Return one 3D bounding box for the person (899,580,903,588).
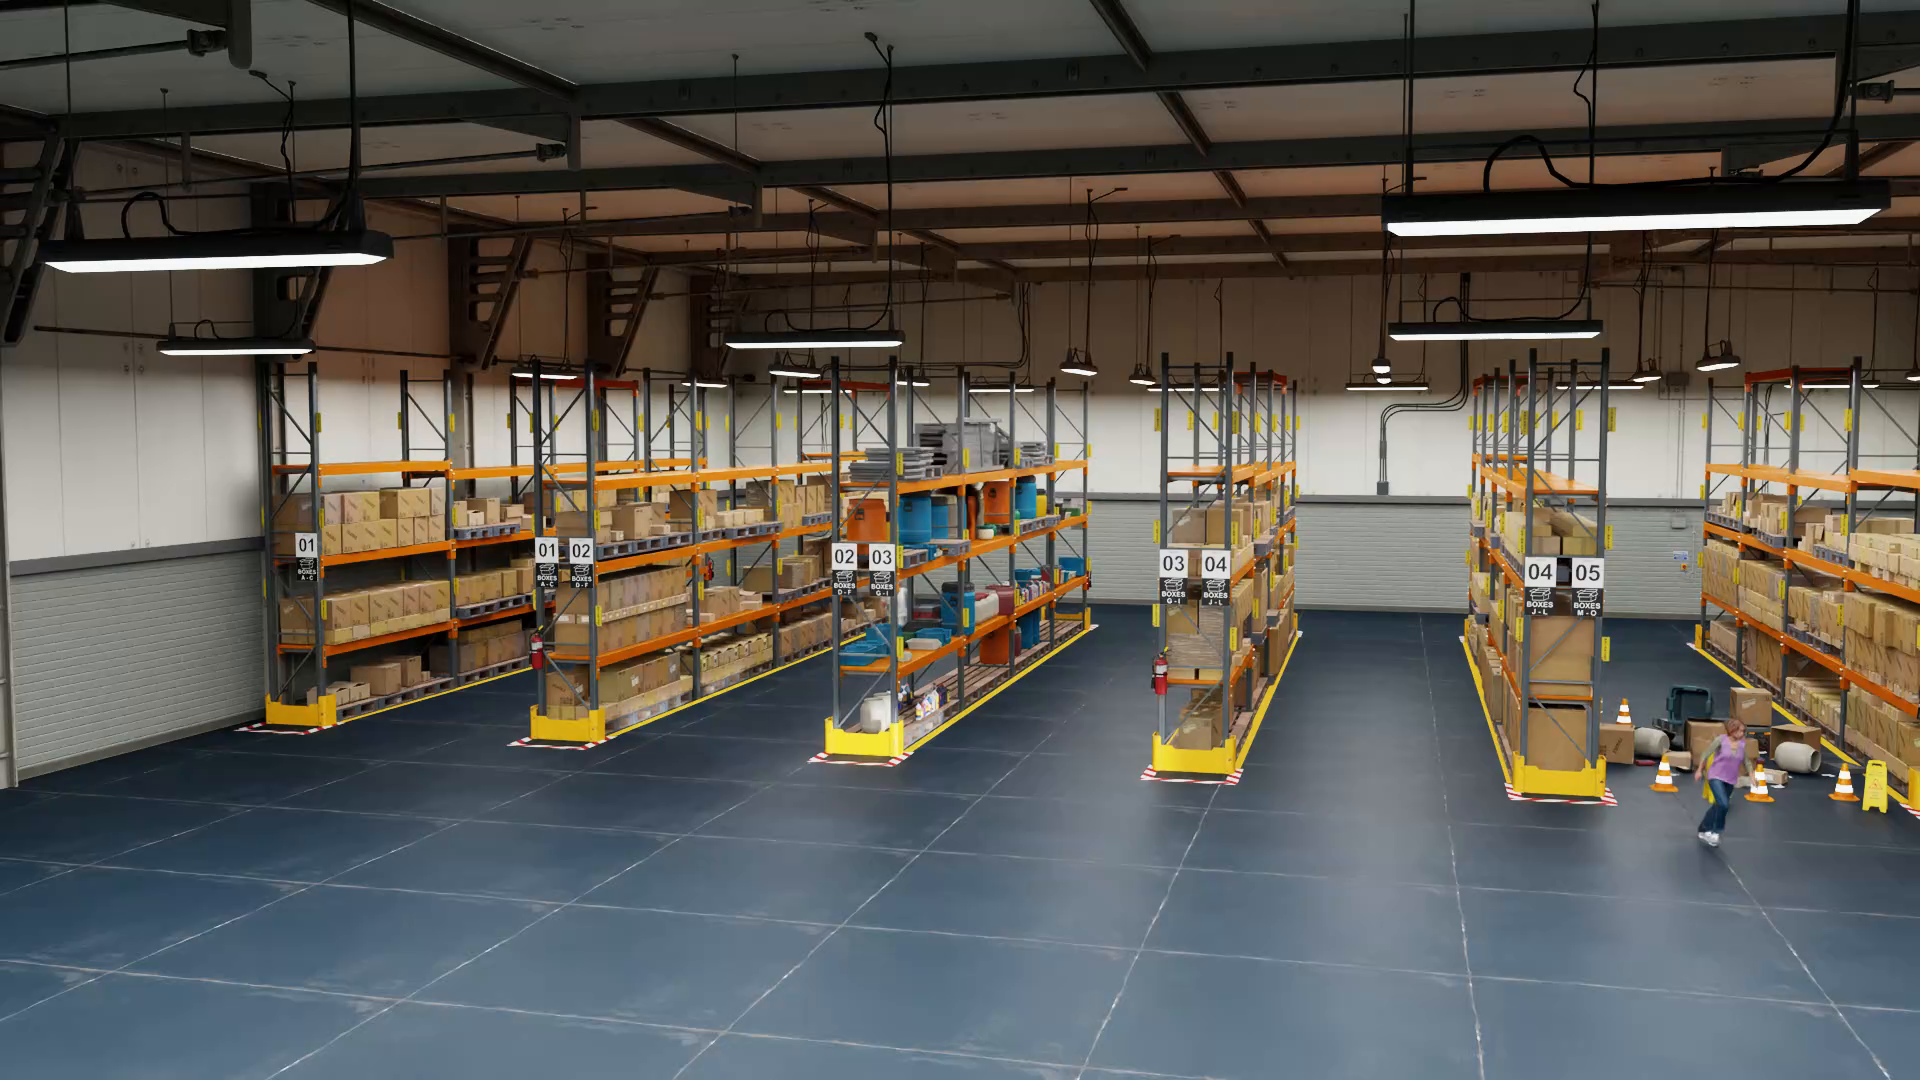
[{"bbox_3d":[-1.786,1.017,44.795,0.565,1.700,0.698,-1,4,-20],"label":"person"}]

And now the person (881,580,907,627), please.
[{"bbox_3d":[-1.347,1.637,35.248,0.657,1.784,0.796,1,4,14],"label":"person"}]

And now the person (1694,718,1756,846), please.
[{"bbox_3d":[9.022,2.848,19.615,0.504,1.521,0.729,-1,4,-10],"label":"person"}]

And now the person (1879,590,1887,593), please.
[{"bbox_3d":[18.410,1.836,32.934,0.703,1.712,0.750,-1,4,-9],"label":"person"}]
